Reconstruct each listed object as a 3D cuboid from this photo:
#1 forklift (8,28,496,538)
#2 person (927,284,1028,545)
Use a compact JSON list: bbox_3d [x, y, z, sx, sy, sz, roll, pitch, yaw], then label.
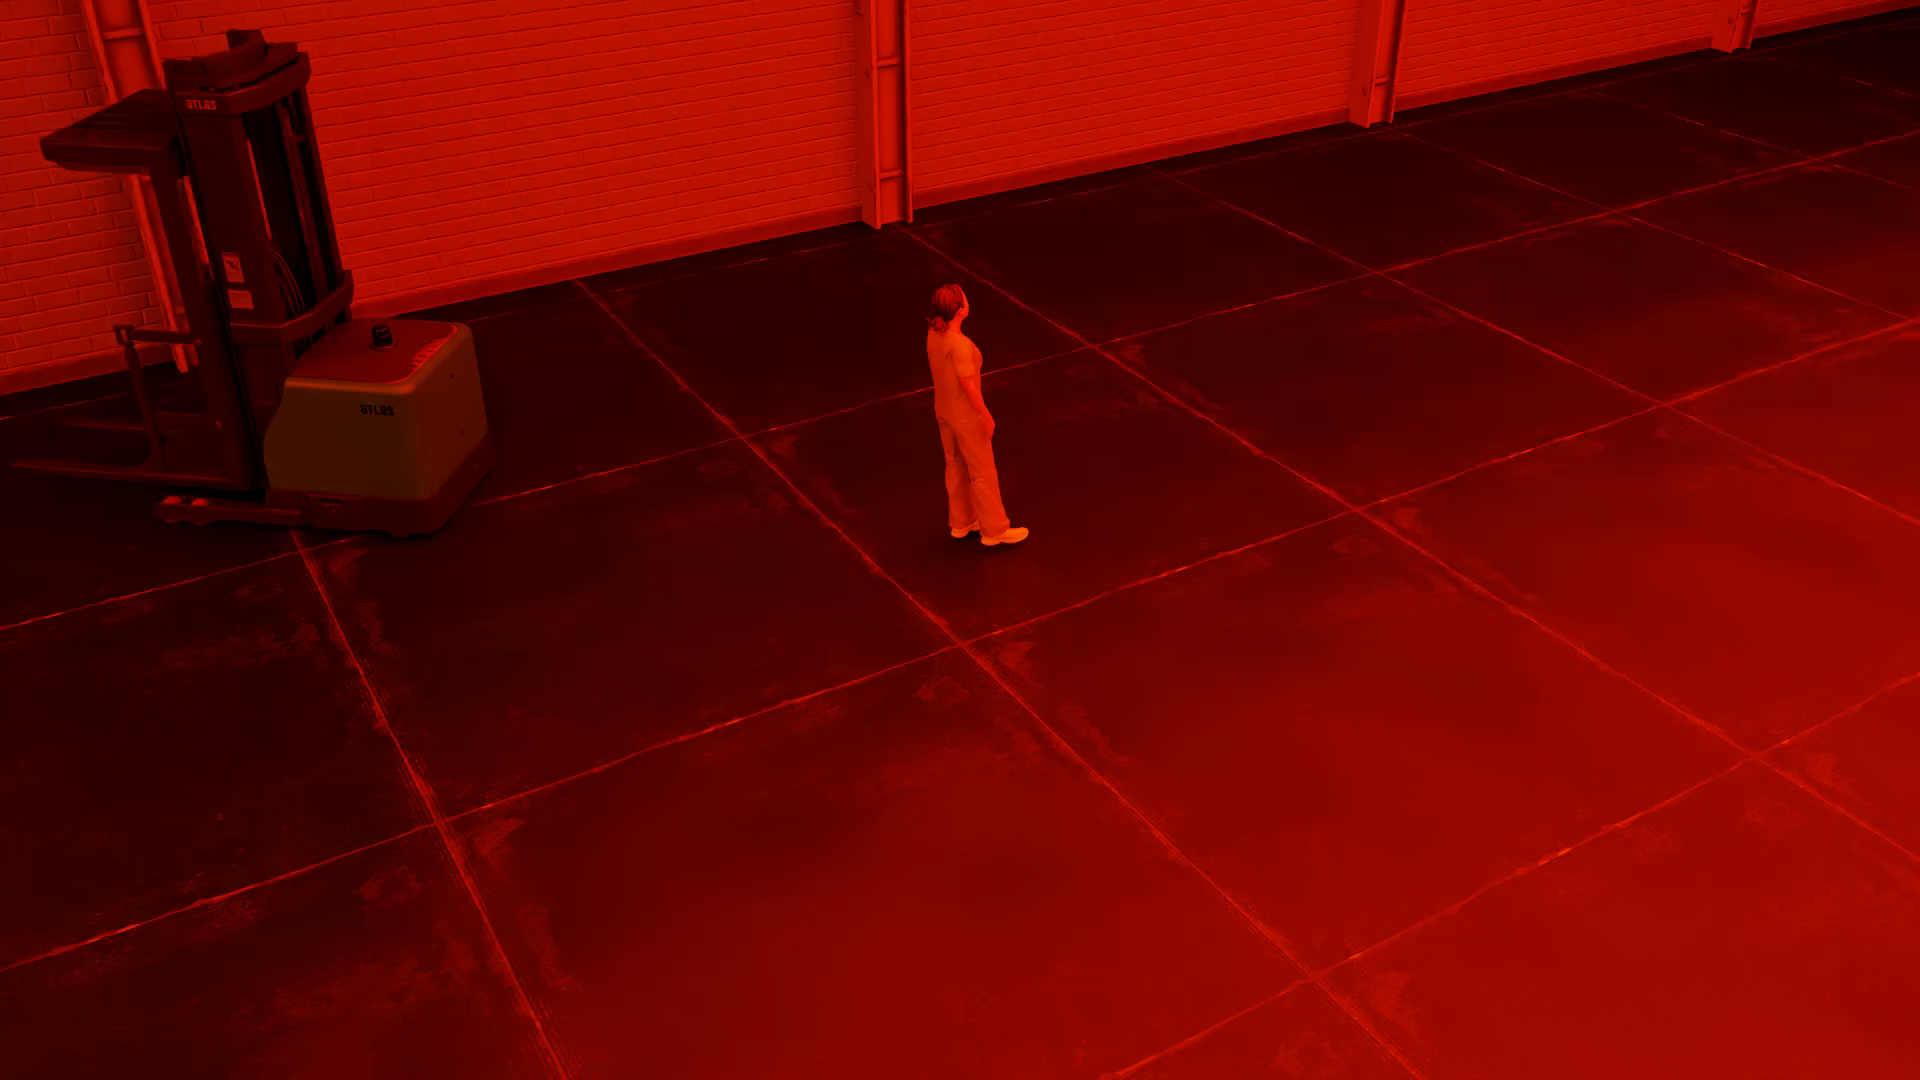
[{"bbox_3d":[-4.699,-1.613,10.341,3.031,2.935,1.130,5,31,8],"label":"forklift"},{"bbox_3d":[0.069,-0.773,10.068,0.549,1.675,0.550,-17,35,-26],"label":"person"}]
